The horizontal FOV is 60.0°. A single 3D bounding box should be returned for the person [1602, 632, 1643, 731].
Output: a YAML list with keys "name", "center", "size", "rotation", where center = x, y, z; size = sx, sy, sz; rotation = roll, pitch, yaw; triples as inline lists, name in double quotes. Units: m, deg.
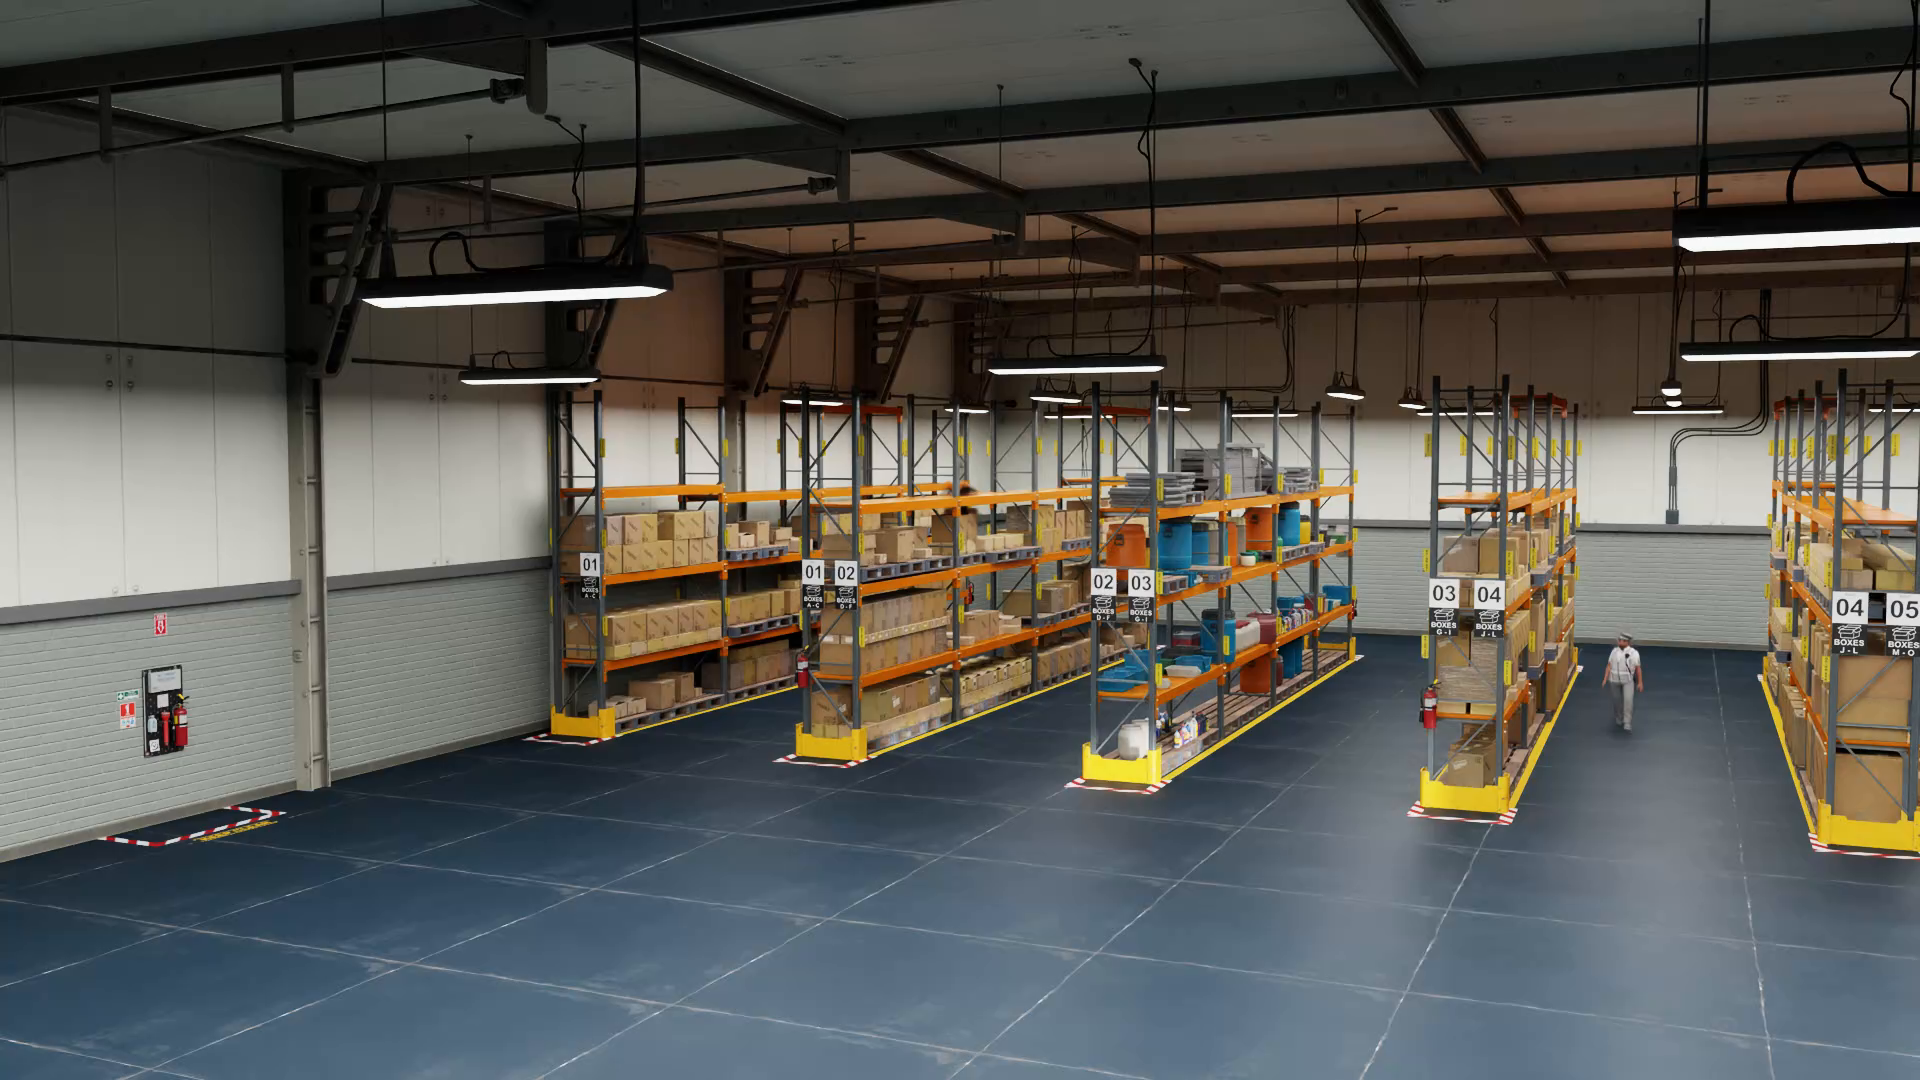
- name: "person"
  center: [11.762, 2.486, 29.521]
  size: [0.676, 1.705, 1.076]
  rotation: [2, 4, 28]
